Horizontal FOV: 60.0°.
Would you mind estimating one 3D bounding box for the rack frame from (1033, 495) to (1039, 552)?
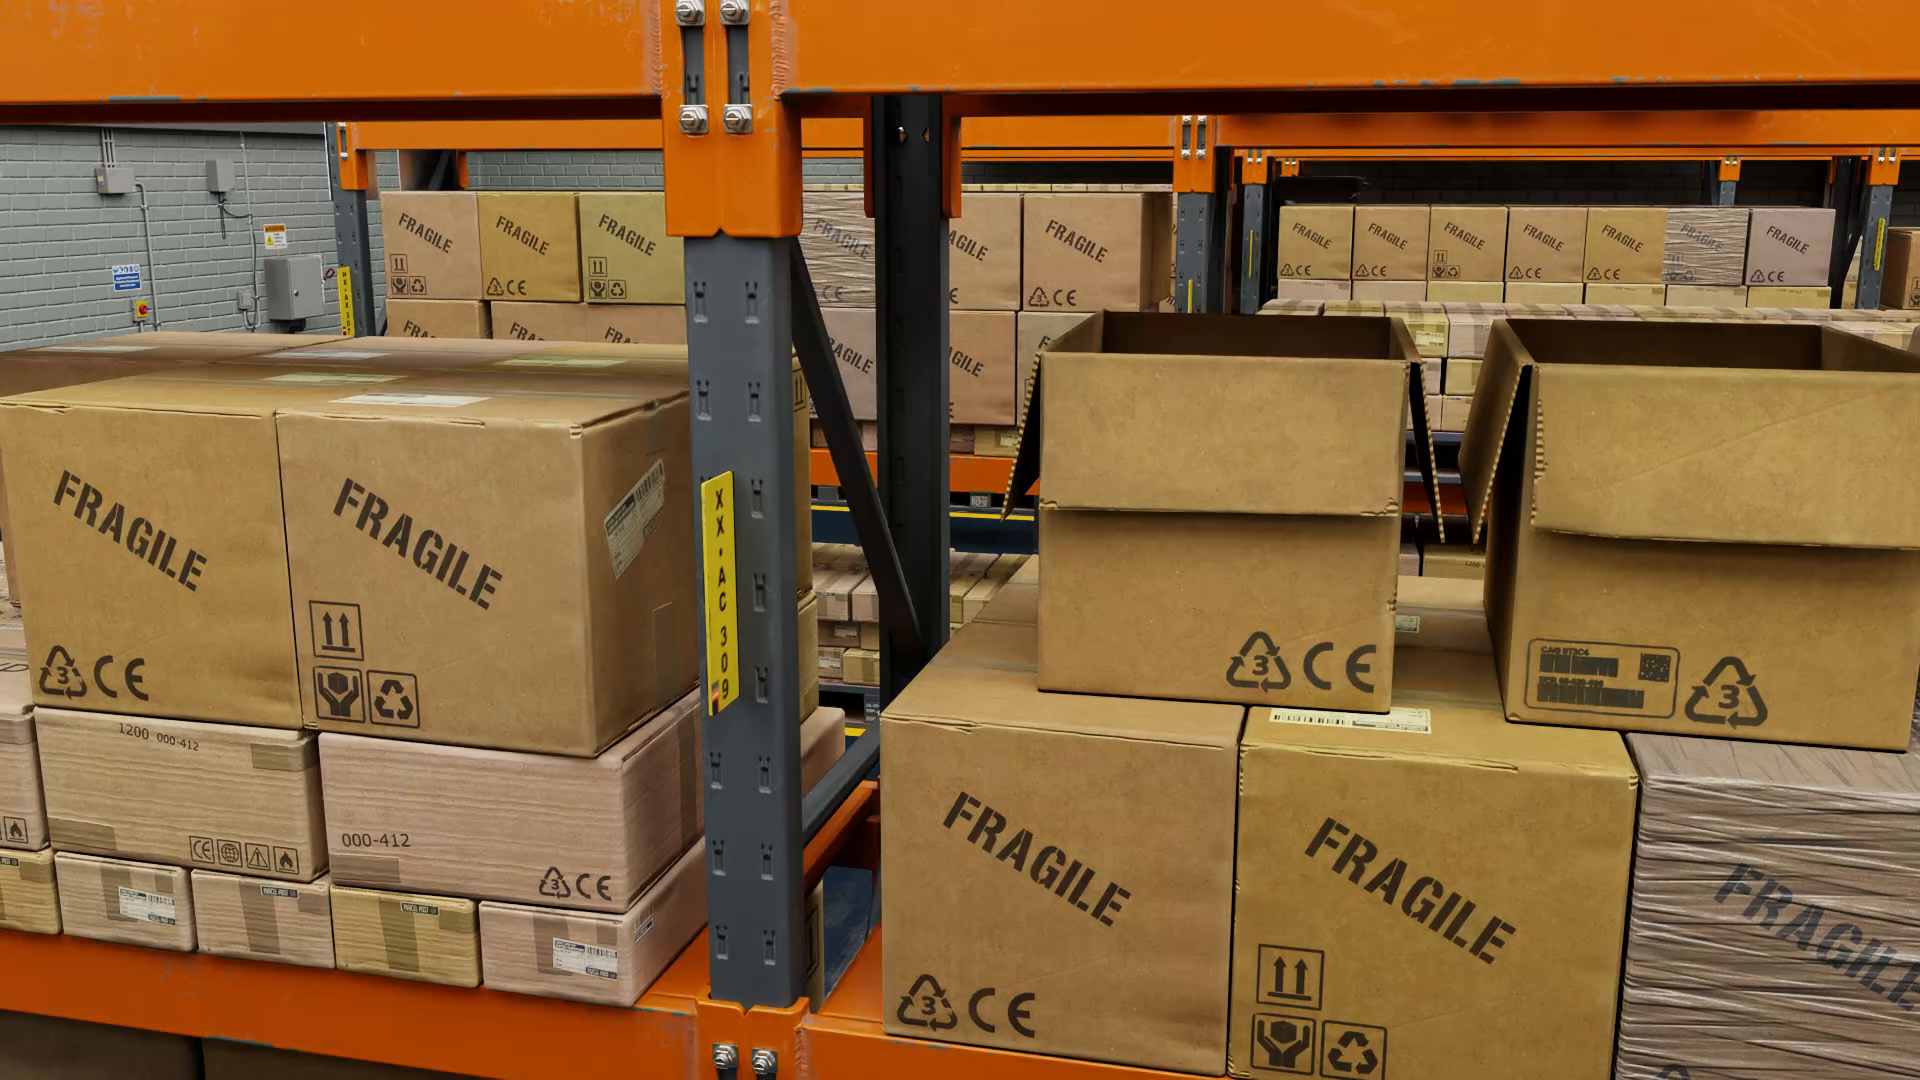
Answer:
[{"bbox_3d":[0.576,-0.701,11.432,0.032,1.500,0.500,3,13,14],"label":"rack frame"}]

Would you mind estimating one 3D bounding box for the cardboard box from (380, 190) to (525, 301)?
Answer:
[{"bbox_3d":[-2.423,-1.430,8.028,0.500,0.500,0.500,3,13,13],"label":"cardboard box"}]

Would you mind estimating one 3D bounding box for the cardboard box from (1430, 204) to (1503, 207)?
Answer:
[{"bbox_3d":[3.661,-2.176,12.079,0.500,0.500,0.500,3,13,15],"label":"cardboard box"}]

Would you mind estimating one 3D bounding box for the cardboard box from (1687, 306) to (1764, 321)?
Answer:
[{"bbox_3d":[3.293,-0.917,7.180,0.250,0.149,0.380,3,13,15],"label":"cardboard box"}]

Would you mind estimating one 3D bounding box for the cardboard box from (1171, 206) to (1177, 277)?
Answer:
[{"bbox_3d":[1.652,-2.169,12.045,0.500,0.500,0.500,3,13,13],"label":"cardboard box"}]

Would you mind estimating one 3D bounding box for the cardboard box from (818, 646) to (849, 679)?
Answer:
[{"bbox_3d":[-0.616,0.537,7.999,0.250,0.149,0.380,3,13,15],"label":"cardboard box"}]

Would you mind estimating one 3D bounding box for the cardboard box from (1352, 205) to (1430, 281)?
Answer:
[{"bbox_3d":[3.035,-2.099,11.728,0.500,0.500,0.500,3,13,13],"label":"cardboard box"}]

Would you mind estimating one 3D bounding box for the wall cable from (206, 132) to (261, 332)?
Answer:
[{"bbox_3d":[-6.859,-2.956,15.785,0.122,1.984,0.588,3,13,14],"label":"wall cable"}]

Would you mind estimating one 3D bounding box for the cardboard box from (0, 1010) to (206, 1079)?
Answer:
[{"bbox_3d":[-1.694,1.153,3.548,0.875,0.875,0.875,3,13,14],"label":"cardboard box"}]

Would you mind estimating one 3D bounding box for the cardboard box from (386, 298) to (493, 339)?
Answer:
[{"bbox_3d":[-2.426,-0.940,8.126,0.500,0.500,0.500,4,13,16],"label":"cardboard box"}]

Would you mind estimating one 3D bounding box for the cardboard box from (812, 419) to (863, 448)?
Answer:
[{"bbox_3d":[-0.516,-0.530,7.778,0.250,0.149,0.380,3,13,13],"label":"cardboard box"}]

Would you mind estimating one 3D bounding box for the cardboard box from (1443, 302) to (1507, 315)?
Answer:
[{"bbox_3d":[2.291,-0.971,7.423,0.250,0.149,0.380,3,13,13],"label":"cardboard box"}]

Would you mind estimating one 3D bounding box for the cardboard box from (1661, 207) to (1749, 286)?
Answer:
[{"bbox_3d":[4.995,-1.992,11.246,0.500,0.500,0.500,3,13,15],"label":"cardboard box"}]

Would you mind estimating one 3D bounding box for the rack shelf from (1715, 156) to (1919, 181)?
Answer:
[{"bbox_3d":[9.187,-3.511,15.371,4.000,0.370,1.077,3,13,14],"label":"rack shelf"}]

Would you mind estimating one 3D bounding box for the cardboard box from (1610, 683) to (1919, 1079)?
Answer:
[{"bbox_3d":[1.162,0.498,2.333,0.500,0.500,0.500,3,13,12],"label":"cardboard box"}]

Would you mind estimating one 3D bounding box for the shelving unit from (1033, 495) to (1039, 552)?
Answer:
[{"bbox_3d":[0.083,-0.728,11.551,1.048,1.500,0.538,3,13,14],"label":"shelving unit"}]

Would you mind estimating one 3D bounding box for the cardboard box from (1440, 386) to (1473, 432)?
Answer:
[{"bbox_3d":[2.116,-0.544,6.873,0.250,0.149,0.380,3,13,14],"label":"cardboard box"}]

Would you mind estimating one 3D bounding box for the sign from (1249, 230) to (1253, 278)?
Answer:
[{"bbox_3d":[2.044,-2.010,11.687,0.005,0.325,0.100,3,13,14],"label":"sign"}]

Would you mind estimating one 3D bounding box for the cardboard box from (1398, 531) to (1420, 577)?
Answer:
[{"bbox_3d":[1.742,0.124,7.321,0.500,0.250,0.500,2,13,11],"label":"cardboard box"}]

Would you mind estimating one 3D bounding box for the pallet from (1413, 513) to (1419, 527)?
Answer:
[{"bbox_3d":[2.943,-0.280,12.509,1.213,0.211,1.003,3,13,14],"label":"pallet"}]

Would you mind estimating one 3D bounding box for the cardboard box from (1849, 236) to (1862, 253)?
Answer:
[{"bbox_3d":[8.256,-2.757,15.505,0.250,0.149,0.380,3,13,14],"label":"cardboard box"}]

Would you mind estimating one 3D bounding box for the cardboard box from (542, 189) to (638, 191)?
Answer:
[{"bbox_3d":[-1.800,-1.511,8.395,0.500,0.500,0.500,3,13,12],"label":"cardboard box"}]

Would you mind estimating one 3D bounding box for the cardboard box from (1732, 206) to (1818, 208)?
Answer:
[{"bbox_3d":[5.639,-2.072,11.608,0.500,0.500,0.500,3,13,12],"label":"cardboard box"}]

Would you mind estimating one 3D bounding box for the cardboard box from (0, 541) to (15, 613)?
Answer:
[{"bbox_3d":[-2.055,0.187,3.625,0.500,0.250,0.500,3,13,14],"label":"cardboard box"}]

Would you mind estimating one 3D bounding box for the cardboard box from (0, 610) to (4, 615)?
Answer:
[{"bbox_3d":[-2.180,0.299,3.121,0.500,0.250,0.500,3,13,12],"label":"cardboard box"}]

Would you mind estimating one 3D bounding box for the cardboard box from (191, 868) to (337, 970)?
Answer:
[{"bbox_3d":[-1.072,0.567,2.831,0.250,0.149,0.380,3,13,13],"label":"cardboard box"}]

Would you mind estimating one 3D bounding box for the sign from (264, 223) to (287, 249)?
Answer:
[{"bbox_3d":[-6.757,-2.997,16.412,0.001,0.242,0.339,3,13,14],"label":"sign"}]

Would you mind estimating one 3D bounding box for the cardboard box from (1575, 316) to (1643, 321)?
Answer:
[{"bbox_3d":[2.616,-0.808,6.688,0.250,0.149,0.380,4,13,16],"label":"cardboard box"}]

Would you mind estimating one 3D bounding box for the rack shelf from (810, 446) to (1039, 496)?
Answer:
[{"bbox_3d":[-0.854,-0.372,8.146,4.000,0.370,1.077,3,13,14],"label":"rack shelf"}]

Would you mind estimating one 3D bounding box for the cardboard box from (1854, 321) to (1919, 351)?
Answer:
[{"bbox_3d":[3.628,-0.754,6.443,0.250,0.149,0.380,3,13,15],"label":"cardboard box"}]

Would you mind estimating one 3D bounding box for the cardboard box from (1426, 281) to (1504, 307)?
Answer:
[{"bbox_3d":[3.532,-1.701,11.669,0.500,0.250,0.500,3,13,14],"label":"cardboard box"}]

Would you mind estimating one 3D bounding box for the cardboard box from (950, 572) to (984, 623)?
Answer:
[{"bbox_3d":[-0.054,0.267,7.844,0.250,0.149,0.380,3,13,15],"label":"cardboard box"}]

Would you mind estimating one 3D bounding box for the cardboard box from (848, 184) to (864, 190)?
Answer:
[{"bbox_3d":[-0.673,-2.604,12.509,0.250,0.149,0.380,3,13,12],"label":"cardboard box"}]

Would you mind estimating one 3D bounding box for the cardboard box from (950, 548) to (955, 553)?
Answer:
[{"bbox_3d":[-0.194,0.147,8.386,0.250,0.149,0.380,3,13,15],"label":"cardboard box"}]

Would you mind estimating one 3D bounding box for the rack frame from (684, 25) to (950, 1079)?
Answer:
[{"bbox_3d":[-0.198,0.418,2.926,0.053,2.616,0.949,3,13,14],"label":"rack frame"}]

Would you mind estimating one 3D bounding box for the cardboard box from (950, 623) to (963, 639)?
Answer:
[{"bbox_3d":[-0.044,0.417,7.853,0.250,0.149,0.380,3,13,14],"label":"cardboard box"}]

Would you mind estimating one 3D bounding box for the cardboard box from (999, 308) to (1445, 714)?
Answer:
[{"bbox_3d":[0.424,-0.089,2.662,0.637,0.503,0.797,3,13,12],"label":"cardboard box"}]

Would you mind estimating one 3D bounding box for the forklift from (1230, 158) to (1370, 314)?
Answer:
[{"bbox_3d":[2.814,-1.949,13.751,3.031,2.935,1.130,3,13,15],"label":"forklift"}]

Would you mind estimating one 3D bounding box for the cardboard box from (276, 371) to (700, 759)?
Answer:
[{"bbox_3d":[-0.709,0.013,2.680,0.500,0.500,0.500,3,13,15],"label":"cardboard box"}]

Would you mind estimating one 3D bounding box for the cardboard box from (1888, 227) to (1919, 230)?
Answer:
[{"bbox_3d":[6.567,-1.892,11.449,0.500,0.500,0.500,3,13,12],"label":"cardboard box"}]

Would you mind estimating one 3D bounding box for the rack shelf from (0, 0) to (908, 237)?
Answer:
[{"bbox_3d":[-2.140,-0.799,3.144,4.000,0.370,1.077,3,13,14],"label":"rack shelf"}]

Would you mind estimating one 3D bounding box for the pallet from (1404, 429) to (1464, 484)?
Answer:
[{"bbox_3d":[1.795,-0.456,7.304,1.213,0.211,1.003,3,13,14],"label":"pallet"}]

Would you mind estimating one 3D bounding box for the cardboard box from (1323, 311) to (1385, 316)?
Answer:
[{"bbox_3d":[1.632,-0.862,6.930,0.250,0.149,0.380,3,13,15],"label":"cardboard box"}]

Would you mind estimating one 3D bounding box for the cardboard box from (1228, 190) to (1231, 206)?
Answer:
[{"bbox_3d":[1.801,-2.468,11.897,0.250,0.149,0.380,3,13,12],"label":"cardboard box"}]

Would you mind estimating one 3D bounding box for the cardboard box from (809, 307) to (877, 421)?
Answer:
[{"bbox_3d":[-0.436,-0.832,7.643,0.500,0.500,0.500,3,13,13],"label":"cardboard box"}]

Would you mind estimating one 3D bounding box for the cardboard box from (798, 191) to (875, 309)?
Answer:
[{"bbox_3d":[-0.430,-1.324,7.552,0.500,0.500,0.500,3,13,15],"label":"cardboard box"}]

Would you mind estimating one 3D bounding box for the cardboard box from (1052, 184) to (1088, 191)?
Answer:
[{"bbox_3d":[0.829,-2.535,12.195,0.250,0.149,0.380,3,13,13],"label":"cardboard box"}]

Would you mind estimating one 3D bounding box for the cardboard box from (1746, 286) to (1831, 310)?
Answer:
[{"bbox_3d":[5.528,-1.601,11.215,0.500,0.250,0.500,3,13,13],"label":"cardboard box"}]

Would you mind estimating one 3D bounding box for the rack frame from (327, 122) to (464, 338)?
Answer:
[{"bbox_3d":[-2.796,-0.827,8.536,0.127,3.000,1.000,3,13,14],"label":"rack frame"}]
